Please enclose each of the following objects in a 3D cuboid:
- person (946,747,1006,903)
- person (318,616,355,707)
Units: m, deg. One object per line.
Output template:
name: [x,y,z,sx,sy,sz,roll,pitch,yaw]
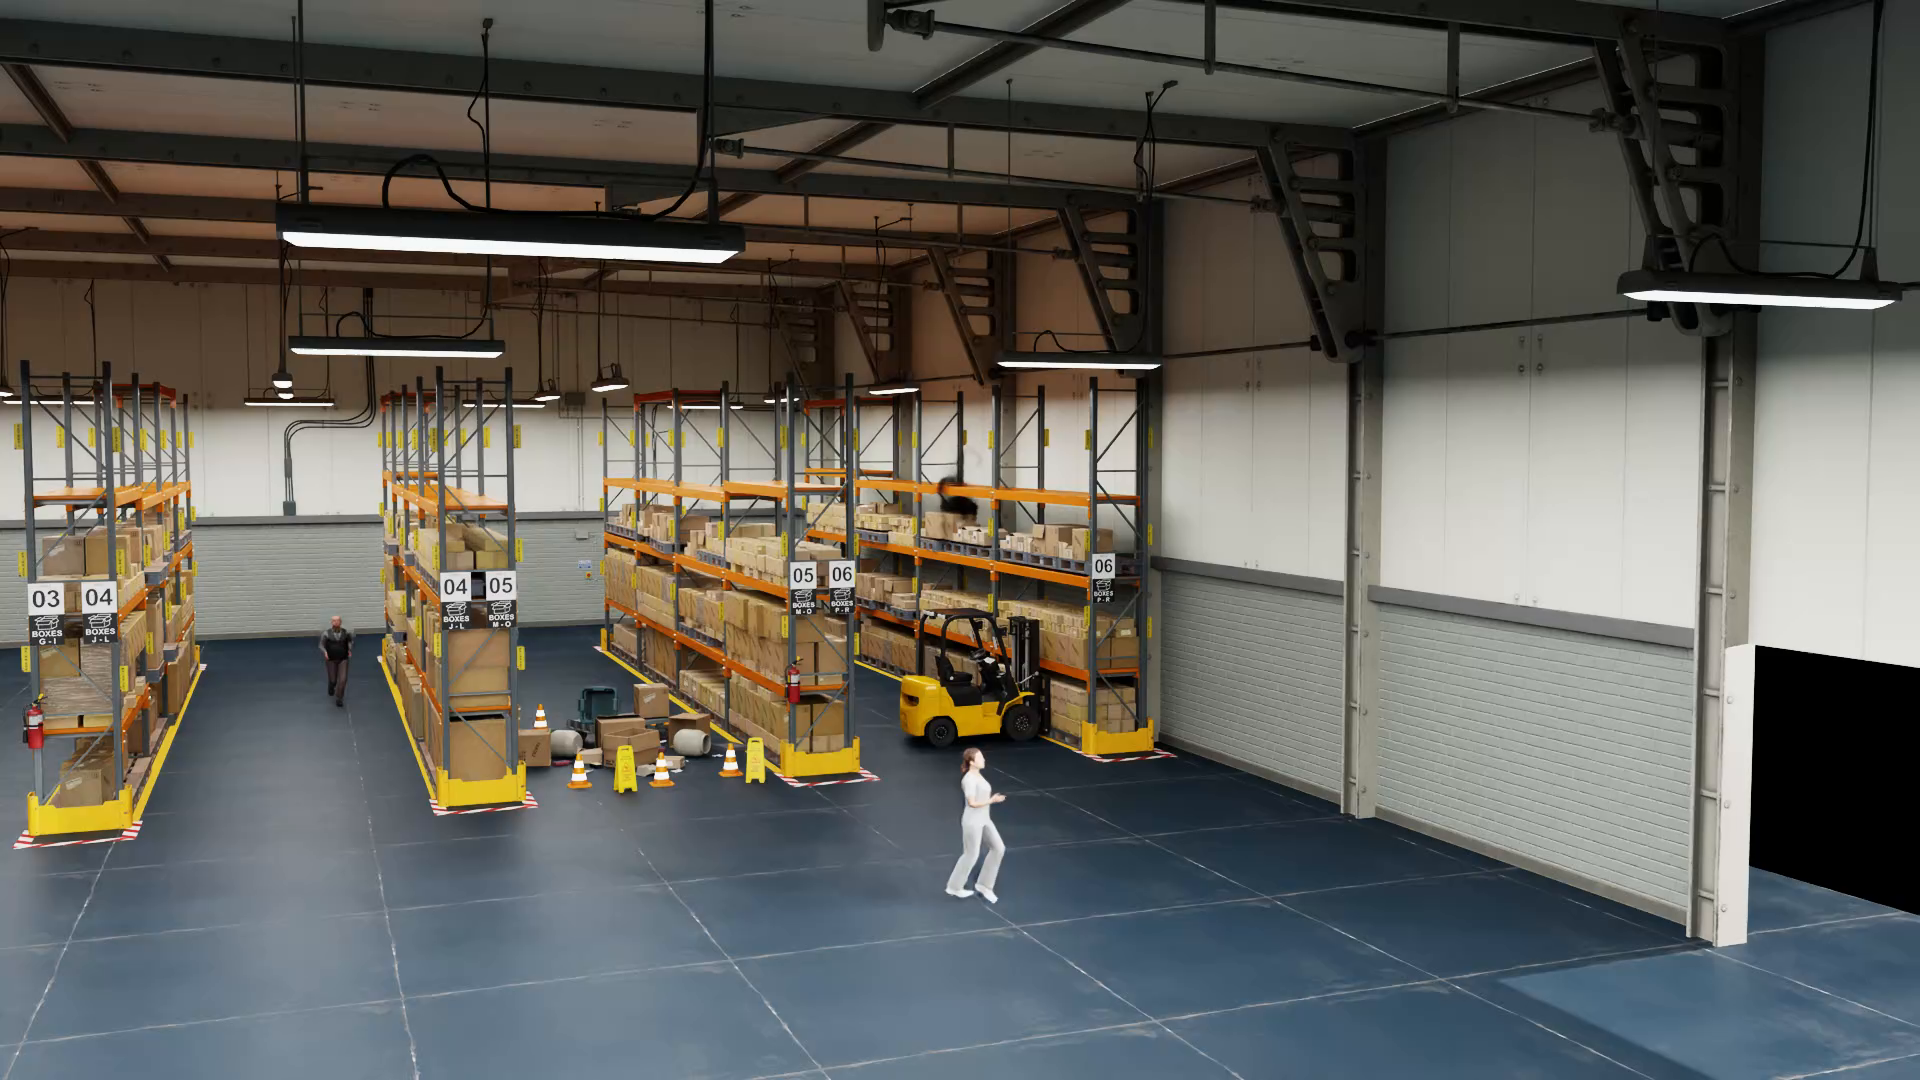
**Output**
person: [0.183,3.086,17.982,0.691,1.705,0.544,1,4,19]
person: [-11.754,2.274,31.403,0.659,1.688,0.765,-2,4,-27]
